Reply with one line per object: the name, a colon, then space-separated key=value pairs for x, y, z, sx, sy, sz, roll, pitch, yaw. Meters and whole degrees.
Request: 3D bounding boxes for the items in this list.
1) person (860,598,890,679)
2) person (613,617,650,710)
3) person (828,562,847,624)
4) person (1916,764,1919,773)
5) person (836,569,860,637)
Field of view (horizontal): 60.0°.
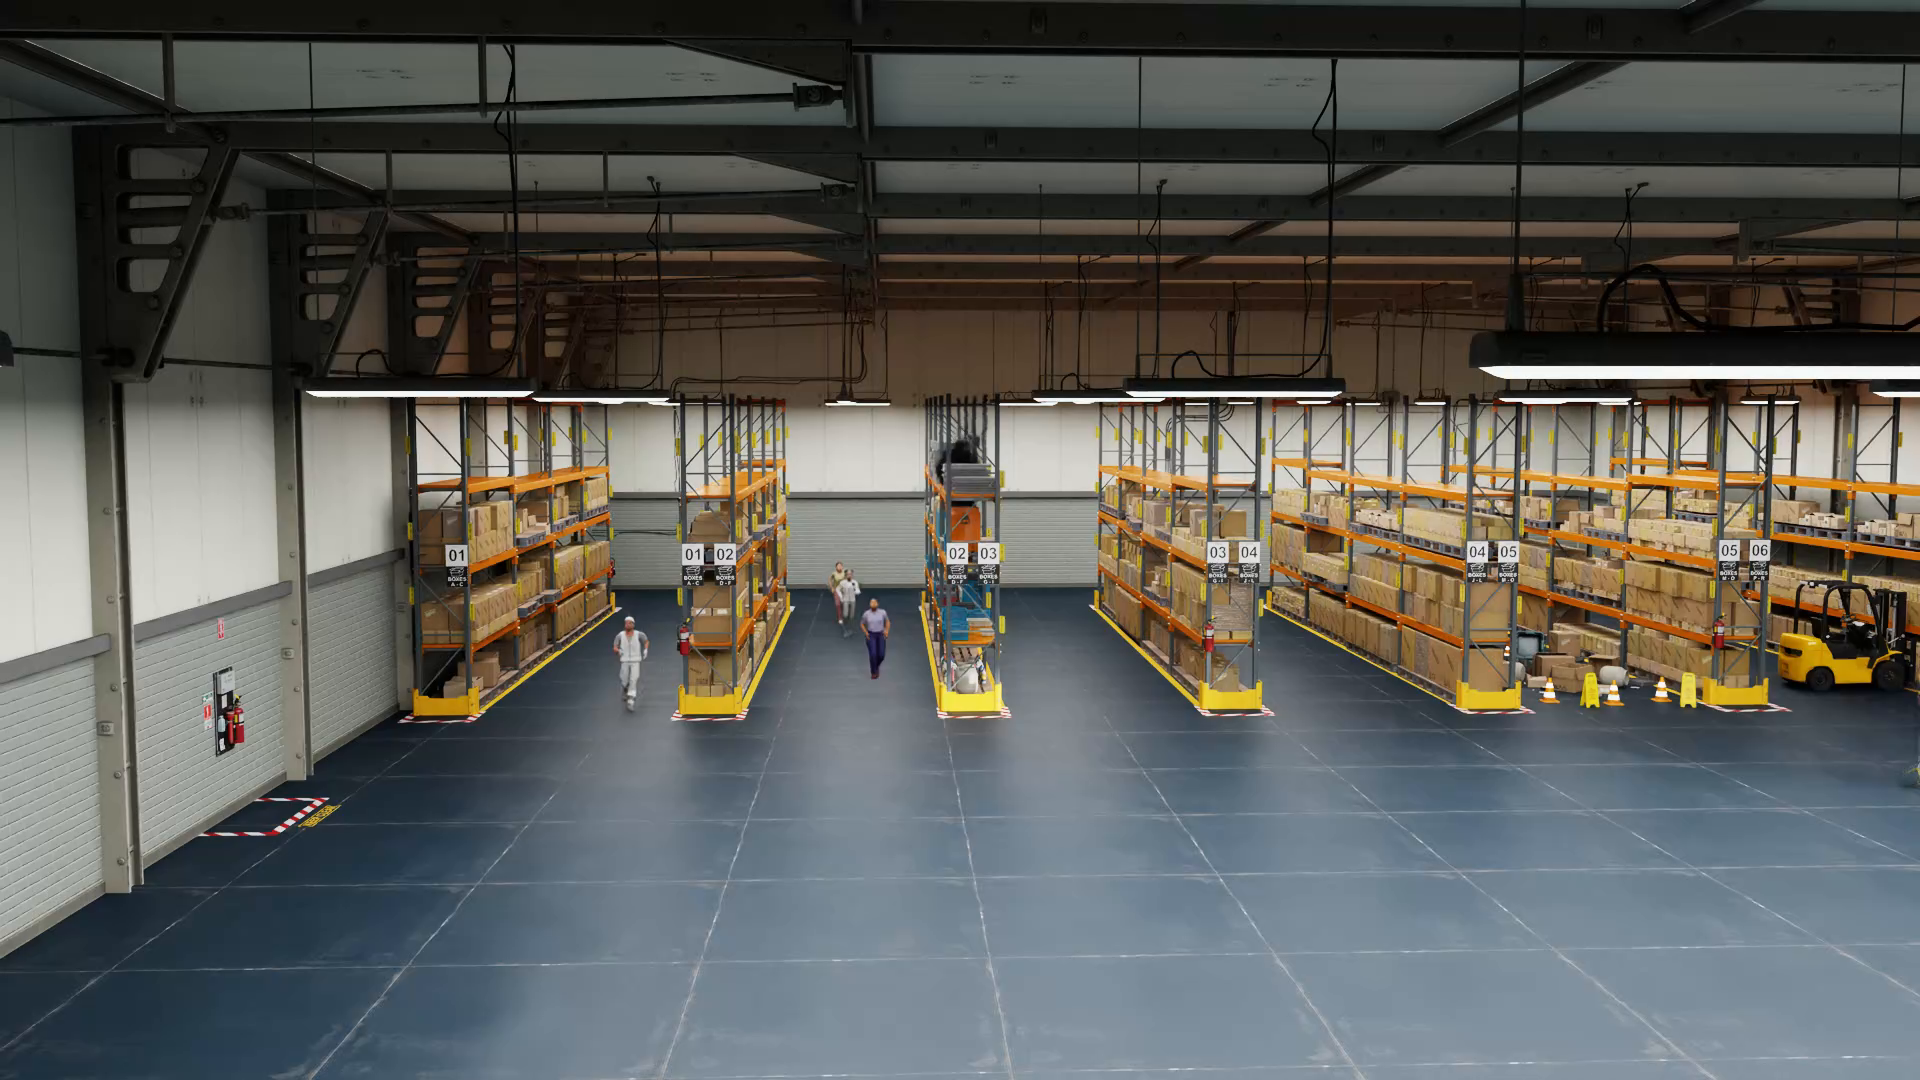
person: x=-1.711 y=1.981 z=33.603 sx=0.605 sy=1.625 sz=0.485 roll=-1 pitch=5 yaw=-9
person: x=-6.293 y=2.344 z=31.769 sx=0.674 sy=1.730 sz=0.950 roll=0 pitch=5 yaw=-5
person: x=-3.251 y=1.399 z=44.623 sx=0.566 sy=1.625 sz=0.733 roll=-1 pitch=5 yaw=-12
person: x=14.825 y=2.903 z=24.787 sx=0.932 sy=1.754 sz=0.712 roll=4 pitch=6 yaw=40
person: x=-2.800 y=1.585 z=41.800 sx=0.577 sy=1.730 sz=0.661 roll=-1 pitch=5 yaw=-11
